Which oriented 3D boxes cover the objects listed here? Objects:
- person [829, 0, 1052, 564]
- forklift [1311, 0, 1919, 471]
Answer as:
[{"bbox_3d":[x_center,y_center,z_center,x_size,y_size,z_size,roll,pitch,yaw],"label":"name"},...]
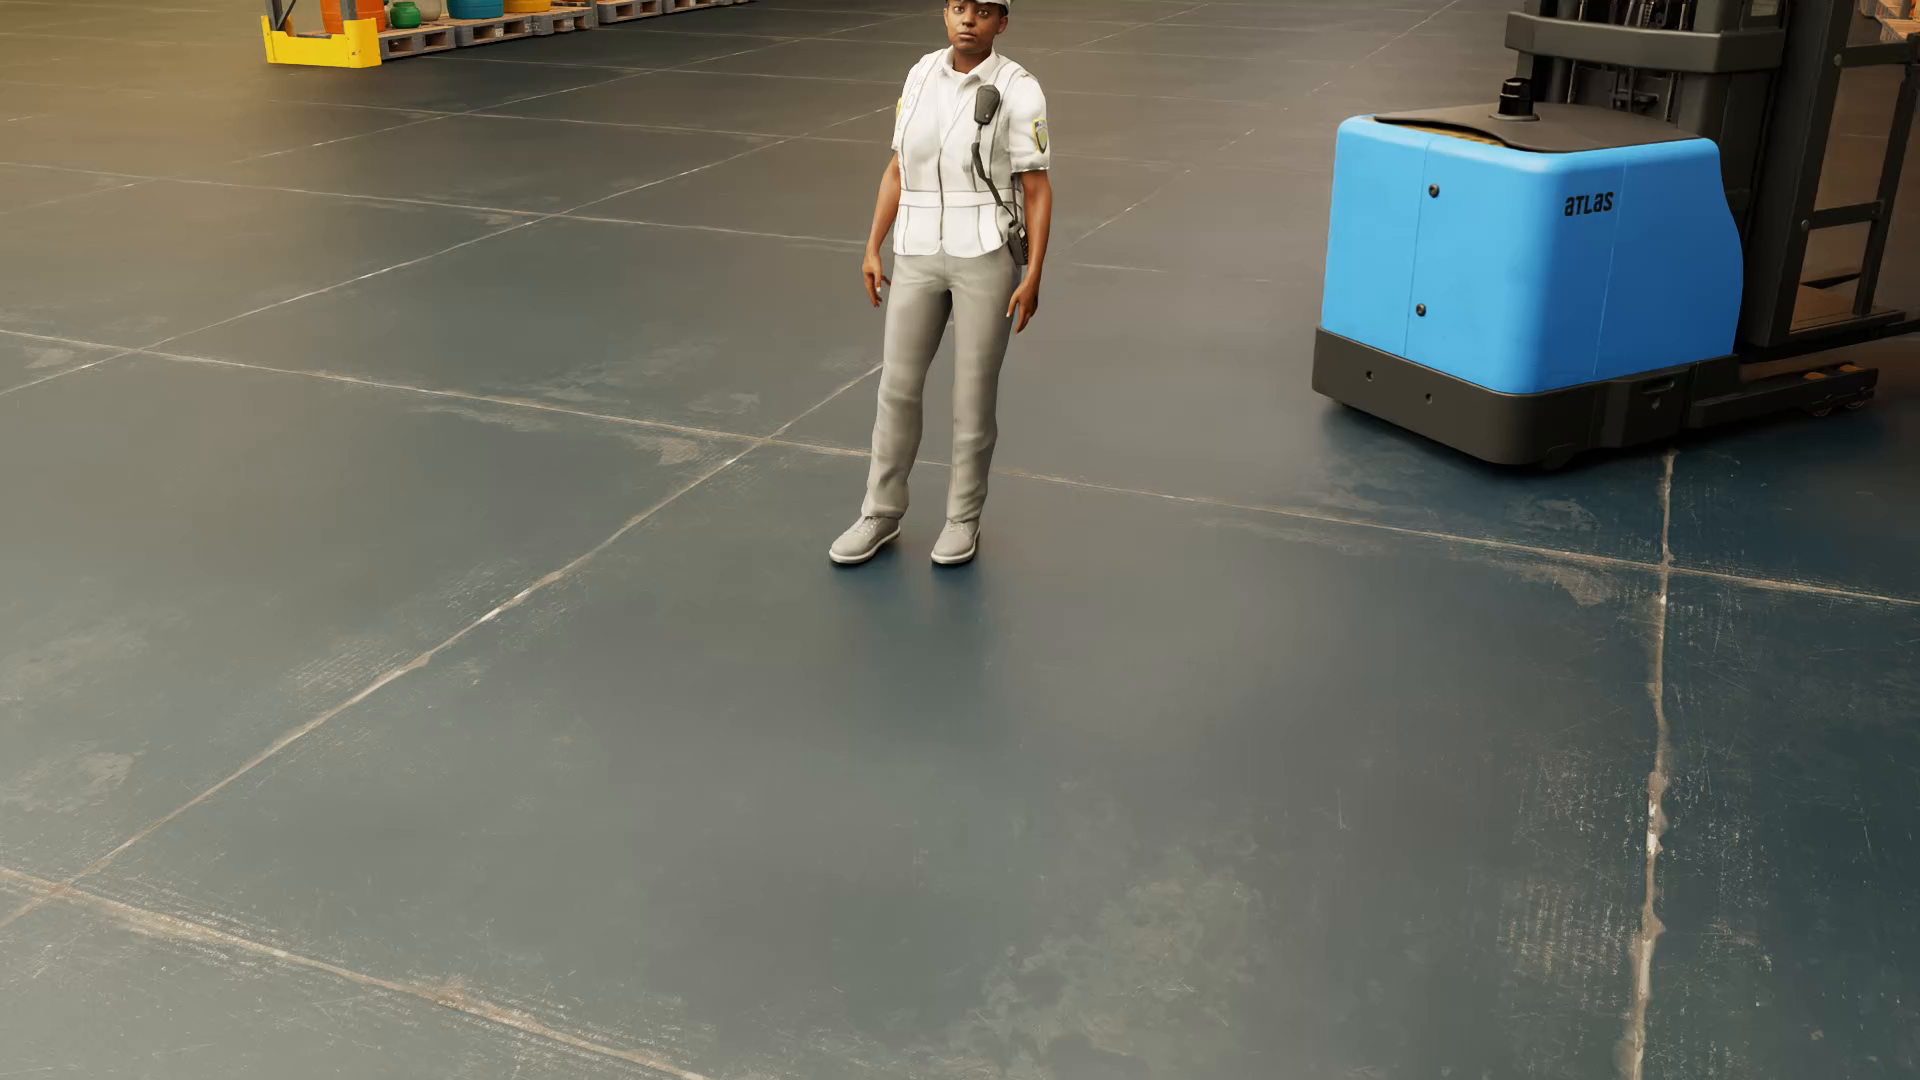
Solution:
[{"bbox_3d":[-0.046,-0.765,4.706,0.570,1.697,0.528,9,24,21],"label":"person"},{"bbox_3d":[2.870,-1.975,6.017,3.031,2.935,1.130,-12,25,-26],"label":"forklift"}]
